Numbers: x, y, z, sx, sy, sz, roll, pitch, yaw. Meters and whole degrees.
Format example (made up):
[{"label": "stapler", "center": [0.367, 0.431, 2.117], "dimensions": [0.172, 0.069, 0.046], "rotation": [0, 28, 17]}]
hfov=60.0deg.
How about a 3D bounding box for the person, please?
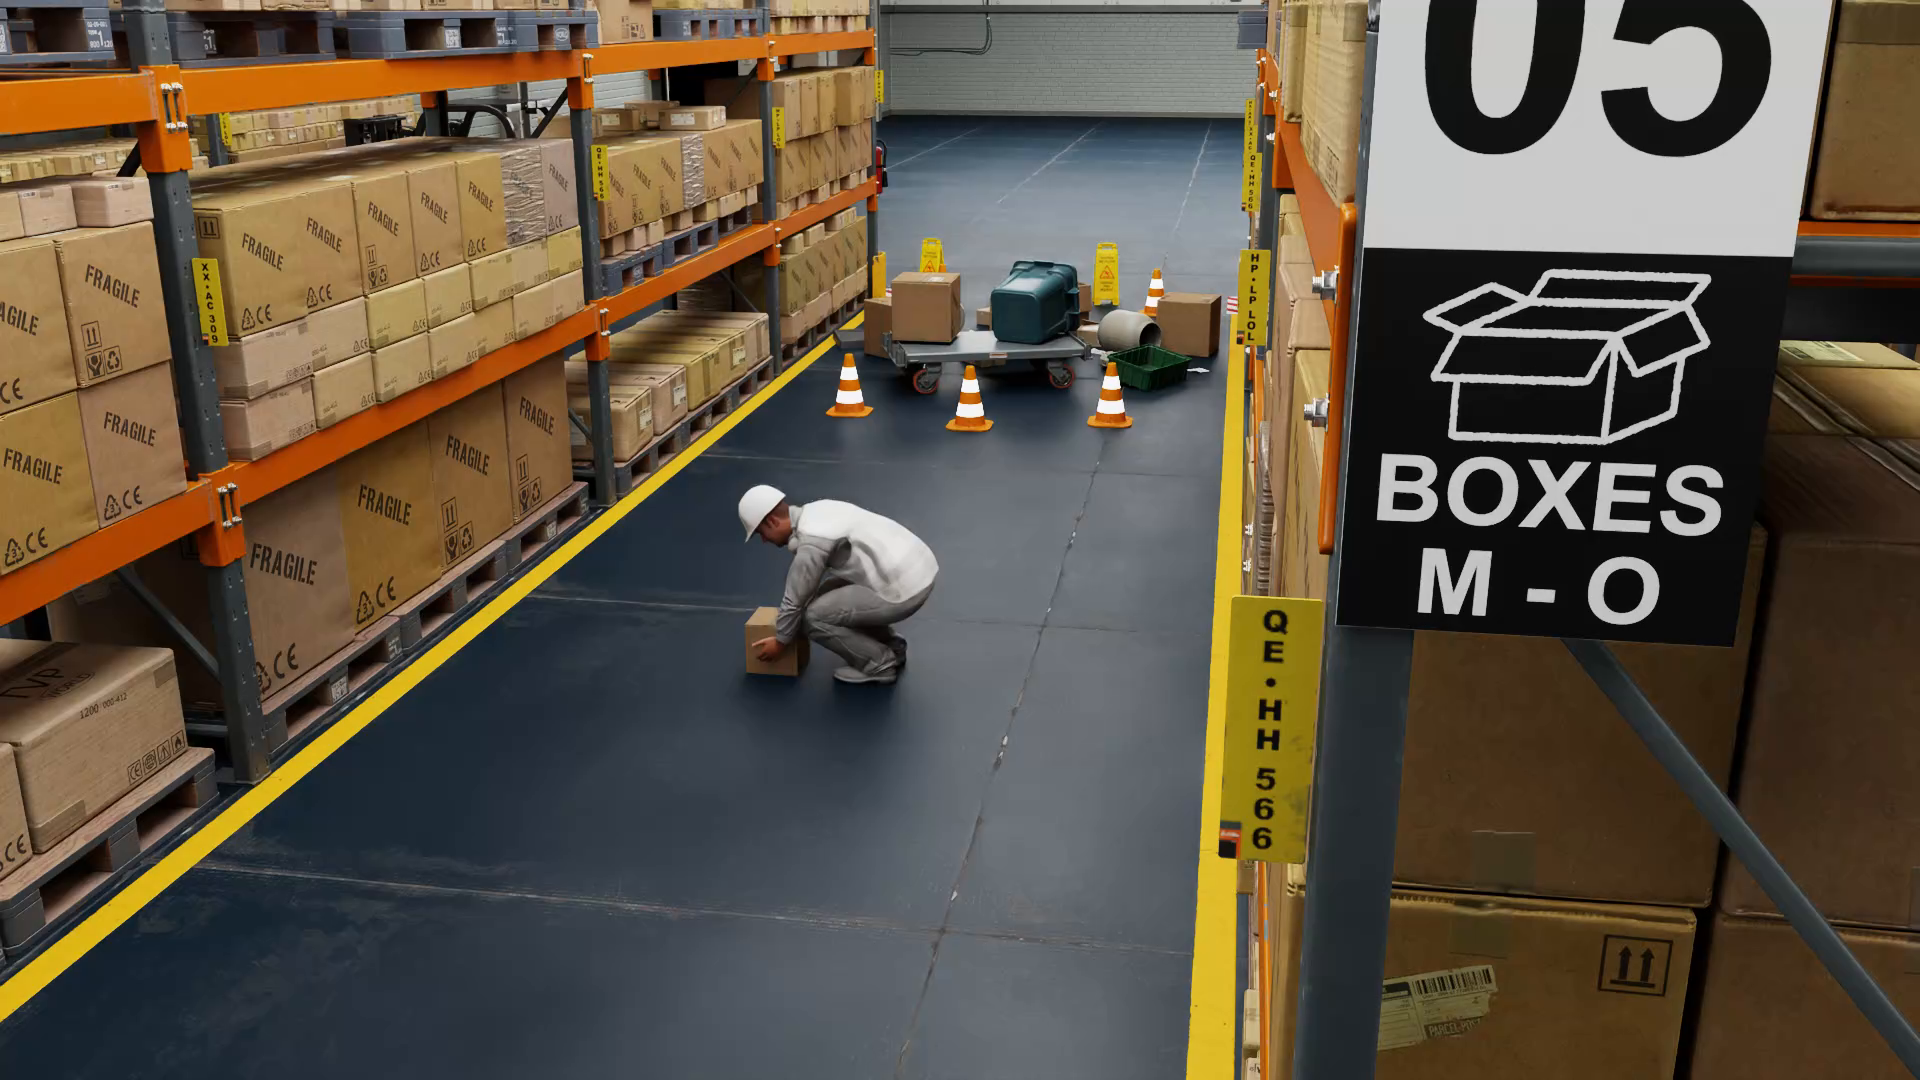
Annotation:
[{"label": "person", "center": [-0.569, 0.190, 7.834], "dimensions": [0.913, 0.916, 0.540], "rotation": [3, 18, 9]}]
